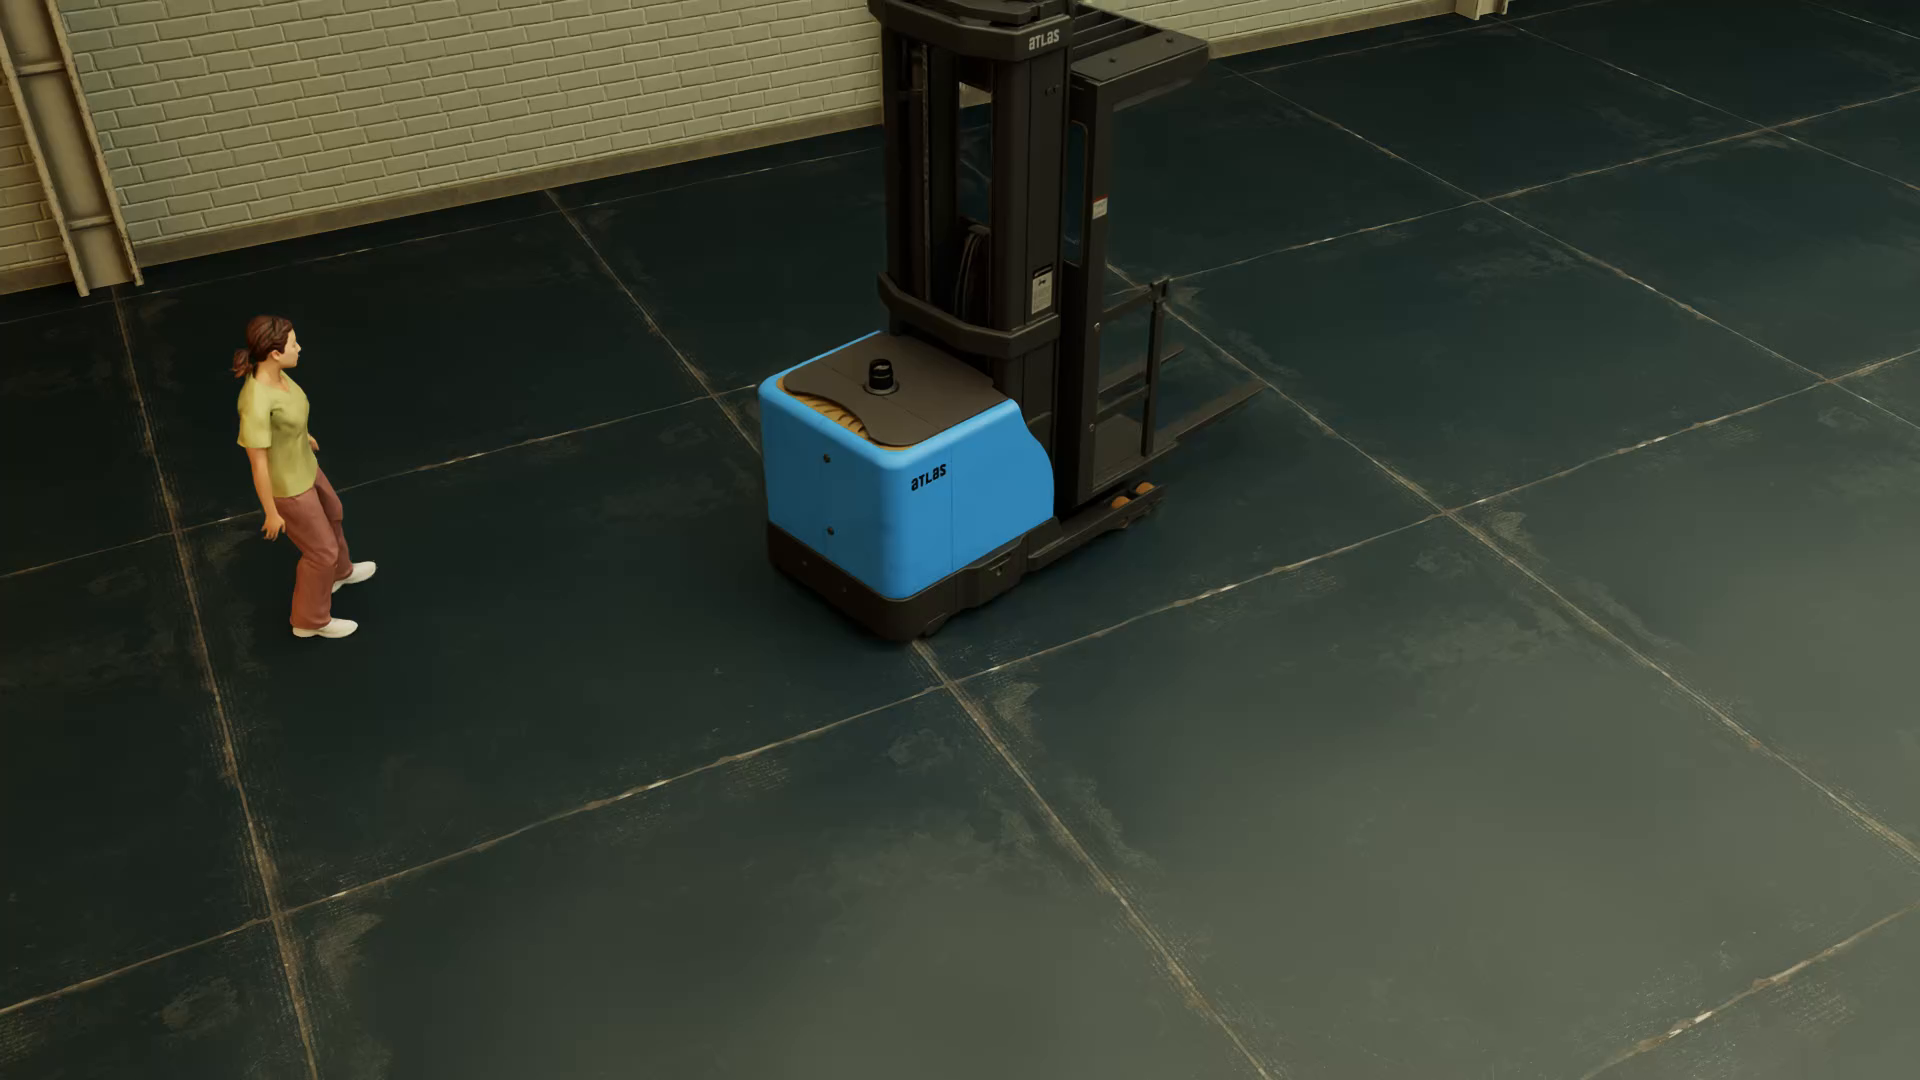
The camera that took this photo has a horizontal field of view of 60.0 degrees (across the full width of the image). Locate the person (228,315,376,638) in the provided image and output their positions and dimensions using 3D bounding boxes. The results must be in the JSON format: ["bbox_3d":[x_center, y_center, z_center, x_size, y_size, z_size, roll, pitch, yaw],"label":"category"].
[{"bbox_3d":[-3.058,-0.297,7.659,0.367,1.648,0.752,-8,36,-11],"label":"person"}]

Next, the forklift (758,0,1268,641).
[{"bbox_3d":[0.441,-1.454,8.180,3.031,2.935,1.130,-29,44,-34],"label":"forklift"}]
